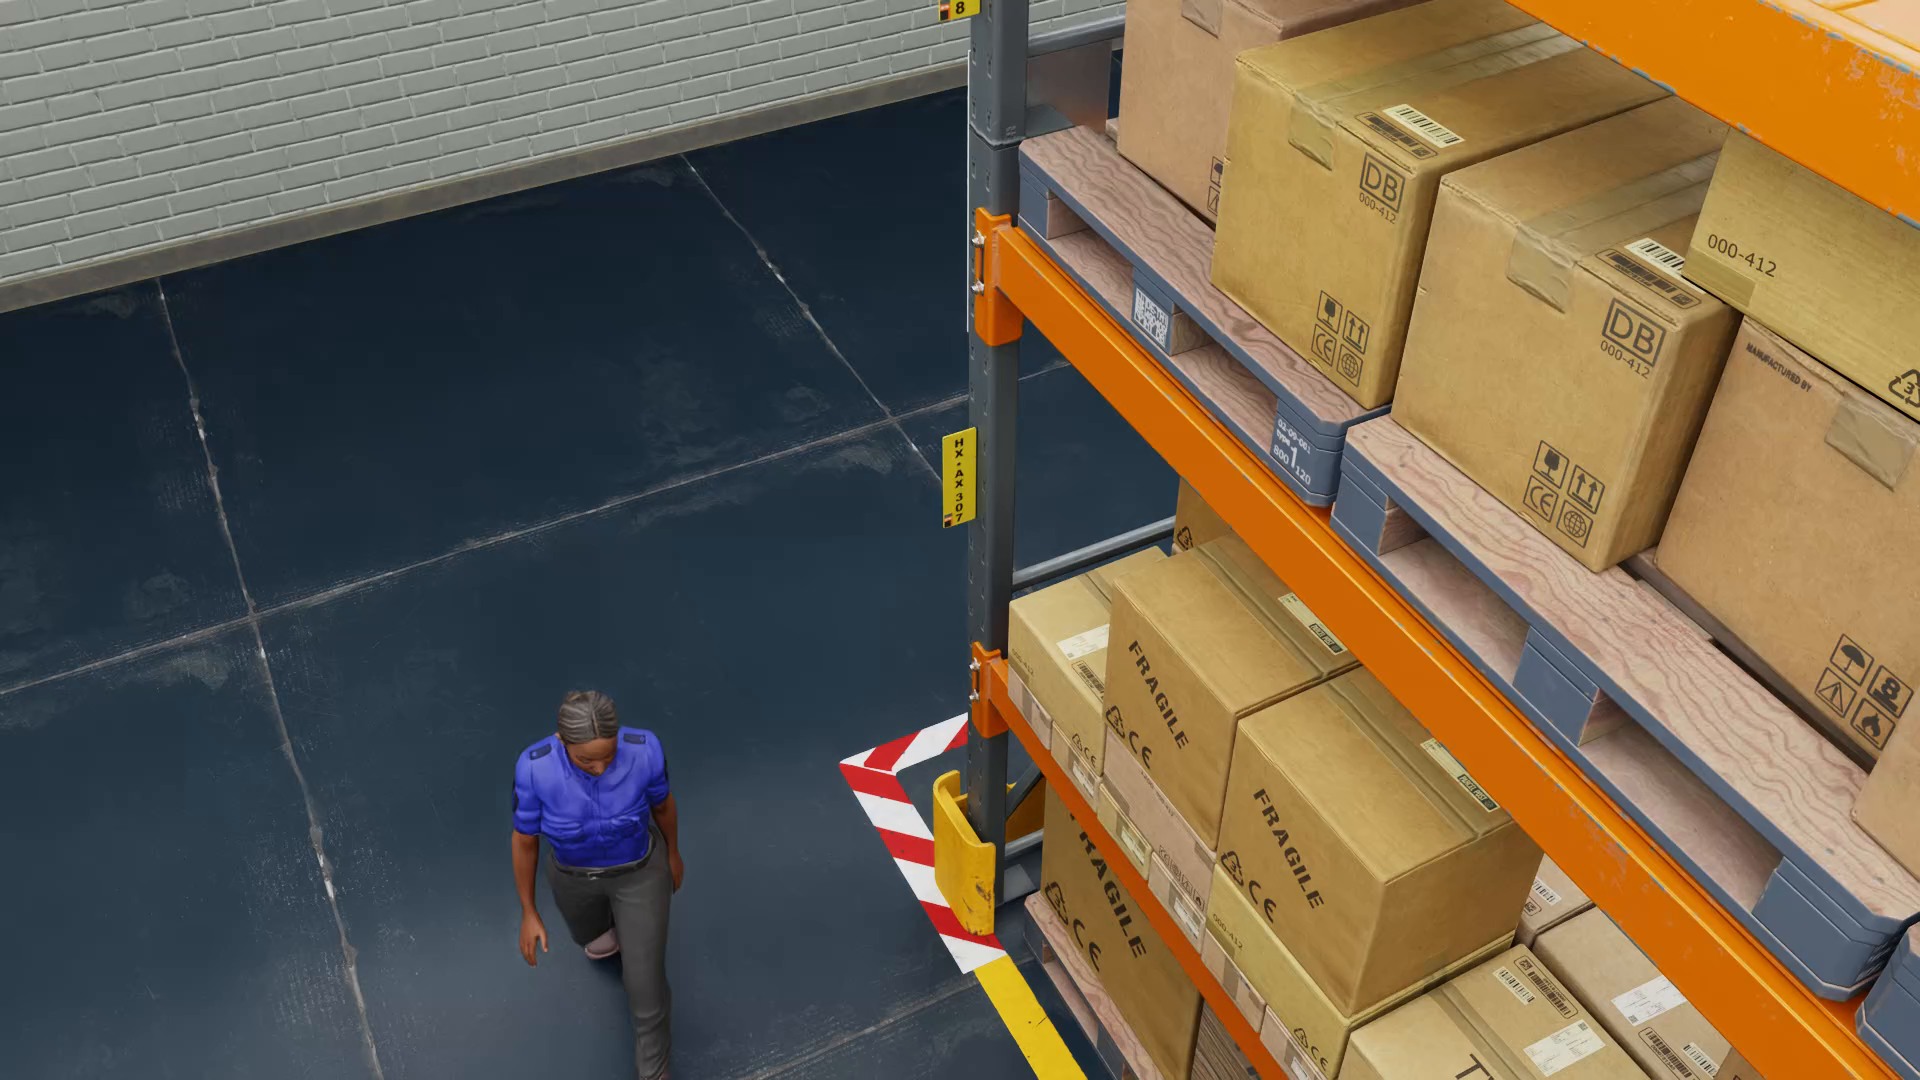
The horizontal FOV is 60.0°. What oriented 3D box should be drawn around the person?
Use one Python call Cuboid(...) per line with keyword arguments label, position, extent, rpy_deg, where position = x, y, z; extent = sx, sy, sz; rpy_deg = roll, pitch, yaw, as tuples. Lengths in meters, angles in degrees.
Cuboid(label="person", position=(-1.079, 0.995, 5.030), extent=(0.481, 1.617, 0.902), rpy_deg=(-4, 42, -4))
